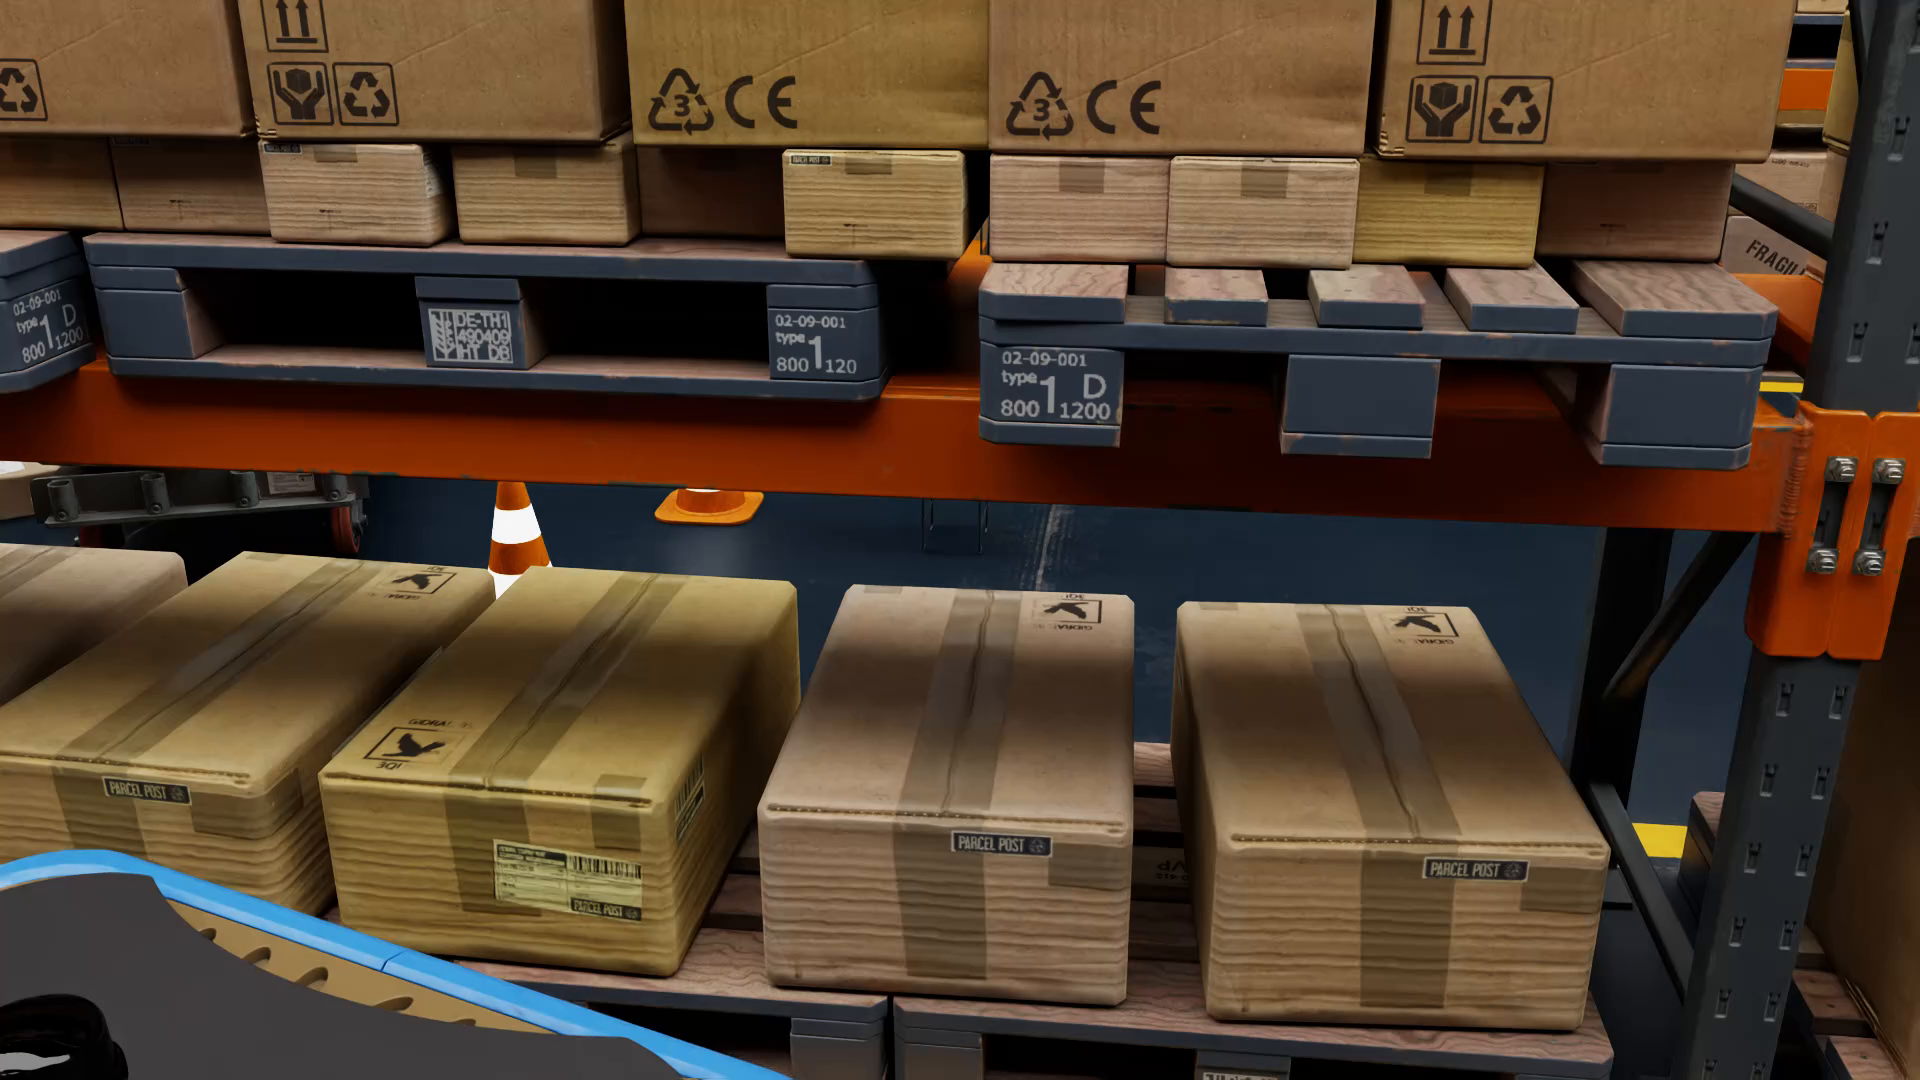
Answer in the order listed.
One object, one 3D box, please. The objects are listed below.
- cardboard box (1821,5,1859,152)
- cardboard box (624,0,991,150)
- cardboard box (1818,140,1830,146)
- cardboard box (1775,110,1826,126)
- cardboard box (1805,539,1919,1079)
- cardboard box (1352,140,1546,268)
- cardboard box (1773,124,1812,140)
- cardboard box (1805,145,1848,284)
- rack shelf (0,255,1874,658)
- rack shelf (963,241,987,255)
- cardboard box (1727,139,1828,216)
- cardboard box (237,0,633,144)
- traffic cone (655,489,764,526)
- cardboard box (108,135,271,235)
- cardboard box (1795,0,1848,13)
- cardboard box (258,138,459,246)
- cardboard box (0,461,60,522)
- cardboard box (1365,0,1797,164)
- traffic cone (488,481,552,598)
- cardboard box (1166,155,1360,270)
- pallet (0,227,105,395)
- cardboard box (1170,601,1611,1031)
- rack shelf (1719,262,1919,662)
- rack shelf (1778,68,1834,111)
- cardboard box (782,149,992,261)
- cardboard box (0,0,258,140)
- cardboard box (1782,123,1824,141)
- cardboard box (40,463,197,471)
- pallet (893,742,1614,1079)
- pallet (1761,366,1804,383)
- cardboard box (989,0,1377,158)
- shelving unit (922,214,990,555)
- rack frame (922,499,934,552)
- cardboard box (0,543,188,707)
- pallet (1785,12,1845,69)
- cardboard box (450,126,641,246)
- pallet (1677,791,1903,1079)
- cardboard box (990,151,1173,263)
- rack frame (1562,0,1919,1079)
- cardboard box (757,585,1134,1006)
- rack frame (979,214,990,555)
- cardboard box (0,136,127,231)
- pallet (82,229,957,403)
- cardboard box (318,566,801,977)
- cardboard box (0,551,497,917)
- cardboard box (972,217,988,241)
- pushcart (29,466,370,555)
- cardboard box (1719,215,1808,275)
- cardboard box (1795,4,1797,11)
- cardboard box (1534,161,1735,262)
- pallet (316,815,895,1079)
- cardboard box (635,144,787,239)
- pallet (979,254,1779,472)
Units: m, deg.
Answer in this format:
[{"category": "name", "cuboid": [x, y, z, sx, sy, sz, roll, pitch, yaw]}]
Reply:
[{"category": "cardboard box", "cuboid": [1.822, -0.756, 2.797, 0.500, 0.250, 0.500, 2, 22, 6]}, {"category": "cardboard box", "cuboid": [-0.189, -0.860, 2.423, 0.500, 0.500, 0.500, 1, 22, 3]}, {"category": "cardboard box", "cuboid": [3.961, -1.527, 7.031, 0.500, 0.250, 0.500, 2, 22, 4]}, {"category": "cardboard box", "cuboid": [5.812, -3.195, 11.759, 0.875, 0.875, 1.225, 3, 22, 6]}, {"category": "cardboard box", "cuboid": [1.987, 0.331, 2.841, 0.875, 0.875, 0.875, 2, 22, 6]}, {"category": "cardboard box", "cuboid": [0.683, -0.514, 2.430, 0.250, 0.149, 0.380, 3, 22, 7]}, {"category": "cardboard box", "cuboid": [3.509, -1.736, 7.559, 0.500, 0.250, 0.500, 3, 22, 8]}, {"category": "cardboard box", "cuboid": [1.844, -0.525, 2.892, 0.500, 0.250, 0.500, 2, 22, 4]}, {"category": "rack shelf", "cuboid": [-0.675, -0.274, 3.031, 4.000, 0.370, 1.077, 2, 22, 6]}, {"category": "rack shelf", "cuboid": [-0.014, -0.852, 5.105, 0.180, 0.103, 0.258, 2, 22, 6]}, {"category": "cardboard box", "cuboid": [3.443, -1.549, 7.087, 0.500, 0.250, 0.500, 3, 22, 7]}, {"category": "cardboard box", "cuboid": [-0.731, -0.884, 2.484, 0.500, 0.500, 0.500, 2, 22, 4]}, {"category": "traffic cone", "cuboid": [-0.859, -0.325, 5.633, 0.334, 0.463, 0.336, 2, 22, 6]}, {"category": "cardboard box", "cuboid": [-1.116, -0.598, 2.643, 0.250, 0.149, 0.380, 3, 22, 7]}, {"category": "cardboard box", "cuboid": [3.531, -2.262, 6.853, 0.250, 0.149, 0.380, 3, 22, 7]}, {"category": "cardboard box", "cuboid": [-0.858, -0.568, 2.566, 0.250, 0.149, 0.380, 3, 22, 8]}, {"category": "cardboard box", "cuboid": [-3.218, -0.242, 5.692, 0.396, 0.266, 0.258, -14, 25, -31]}, {"category": "cardboard box", "cuboid": [0.827, -0.820, 2.323, 0.500, 0.500, 0.500, 2, 22, 5]}, {"category": "traffic cone", "cuboid": [-1.265, 0.027, 4.741, 0.334, 0.463, 0.336, 2, 22, 6]}, {"category": "cardboard box", "cuboid": [0.428, -0.508, 2.416, 0.250, 0.149, 0.380, 2, 22, 6]}, {"category": "pallet", "cuboid": [-1.919, -0.520, 2.935, 1.213, 0.211, 1.003, 2, 22, 6]}, {"category": "cardboard box", "cuboid": [0.751, 0.477, 3.157, 0.625, 0.372, 0.950, 1, 22, 3]}, {"category": "rack shelf", "cuboid": [3.297, -0.101, 2.594, 4.000, 0.370, 1.077, 2, 22, 6]}, {"category": "rack shelf", "cuboid": [3.779, -1.912, 7.176, 4.000, 0.370, 1.077, 2, 22, 6]}, {"category": "cardboard box", "cuboid": [-0.096, -0.529, 2.469, 0.250, 0.149, 0.380, 3, 22, 7]}, {"category": "cardboard box", "cuboid": [-1.242, -0.902, 2.530, 0.500, 0.500, 0.500, 2, 22, 6]}, {"category": "cardboard box", "cuboid": [4.028, -1.716, 7.510, 0.500, 0.250, 0.500, 3, 22, 8]}, {"category": "cardboard box", "cuboid": [-2.481, -0.536, 5.085, 0.500, 0.500, 0.500, 2, 22, 6]}, {"category": "pallet", "cuboid": [0.535, 0.740, 3.280, 1.213, 0.211, 1.003, 2, 22, 6]}, {"category": "pallet", "cuboid": [3.777, -0.949, 7.553, 1.213, 0.211, 1.003, 2, 22, 6]}, {"category": "cardboard box", "cuboid": [0.312, -0.839, 2.369, 0.500, 0.500, 0.500, 2, 22, 5]}, {"category": "shelving unit", "cuboid": [-0.014, -0.559, 5.221, 0.189, 1.200, 0.258, 2, 22, 6]}, {"category": "rack frame", "cuboid": [-0.105, -0.563, 5.231, 0.006, 1.200, 0.240, 2, 22, 6]}, {"category": "cardboard box", "cuboid": [-2.140, 0.354, 3.469, 0.625, 0.372, 0.950, 3, 22, 7]}, {"category": "pallet", "cuboid": [3.764, -2.174, 7.119, 1.213, 0.211, 1.003, 2, 22, 6]}, {"category": "cardboard box", "cuboid": [-0.590, -0.567, 2.564, 0.250, 0.149, 0.380, 2, 22, 5]}, {"category": "pallet", "cuboid": [2.085, 0.836, 3.037, 1.213, 0.211, 1.003, 2, 22, 6]}, {"category": "cardboard box", "cuboid": [0.179, -0.522, 2.451, 0.250, 0.149, 0.380, 1, 22, 4]}, {"category": "rack frame", "cuboid": [1.311, -0.522, 2.680, 0.127, 3.000, 1.000, 2, 22, 6]}, {"category": "cardboard box", "cuboid": [0.017, 0.448, 3.230, 0.625, 0.372, 0.950, 2, 22, 5]}, {"category": "rack frame", "cuboid": [0.076, -0.555, 5.211, 0.006, 1.200, 0.240, 2, 22, 6]}, {"category": "cardboard box", "cuboid": [-1.362, -0.609, 2.672, 0.250, 0.149, 0.380, 3, 22, 7]}, {"category": "pallet", "cuboid": [-0.660, -0.503, 2.894, 1.213, 0.211, 1.003, 2, 22, 6]}, {"category": "cardboard box", "cuboid": [-0.735, 0.413, 3.319, 0.625, 0.372, 0.950, 3, 22, 8]}, {"category": "cardboard box", "cuboid": [-1.426, 0.383, 3.393, 0.625, 0.372, 0.950, 4, 22, 10]}, {"category": "cardboard box", "cuboid": [0.331, -1.578, 7.841, 0.750, 0.750, 1.050, 3, 22, 7]}, {"category": "pushcart", "cuboid": [-2.442, -0.310, 5.711, 0.936, 0.377, 1.648, -5, 22, -12]}, {"category": "cardboard box", "cuboid": [3.476, -1.202, 7.228, 0.500, 0.500, 0.500, 2, 22, 5]}, {"category": "cardboard box", "cuboid": [3.281, -2.274, 6.883, 0.250, 0.149, 0.380, 3, 22, 8]}, {"category": "cardboard box", "cuboid": [0.958, -0.529, 2.468, 0.250, 0.149, 0.380, 3, 22, 8]}, {"category": "pallet", "cuboid": [-0.673, 0.687, 3.416, 1.213, 0.211, 1.003, 2, 22, 6]}, {"category": "cardboard box", "cuboid": [-0.331, -0.586, 2.612, 0.250, 0.149, 0.380, 3, 22, 7]}, {"category": "pallet", "cuboid": [0.591, -0.425, 2.695, 1.003, 0.211, 1.213, 2, 22, 6]}]
